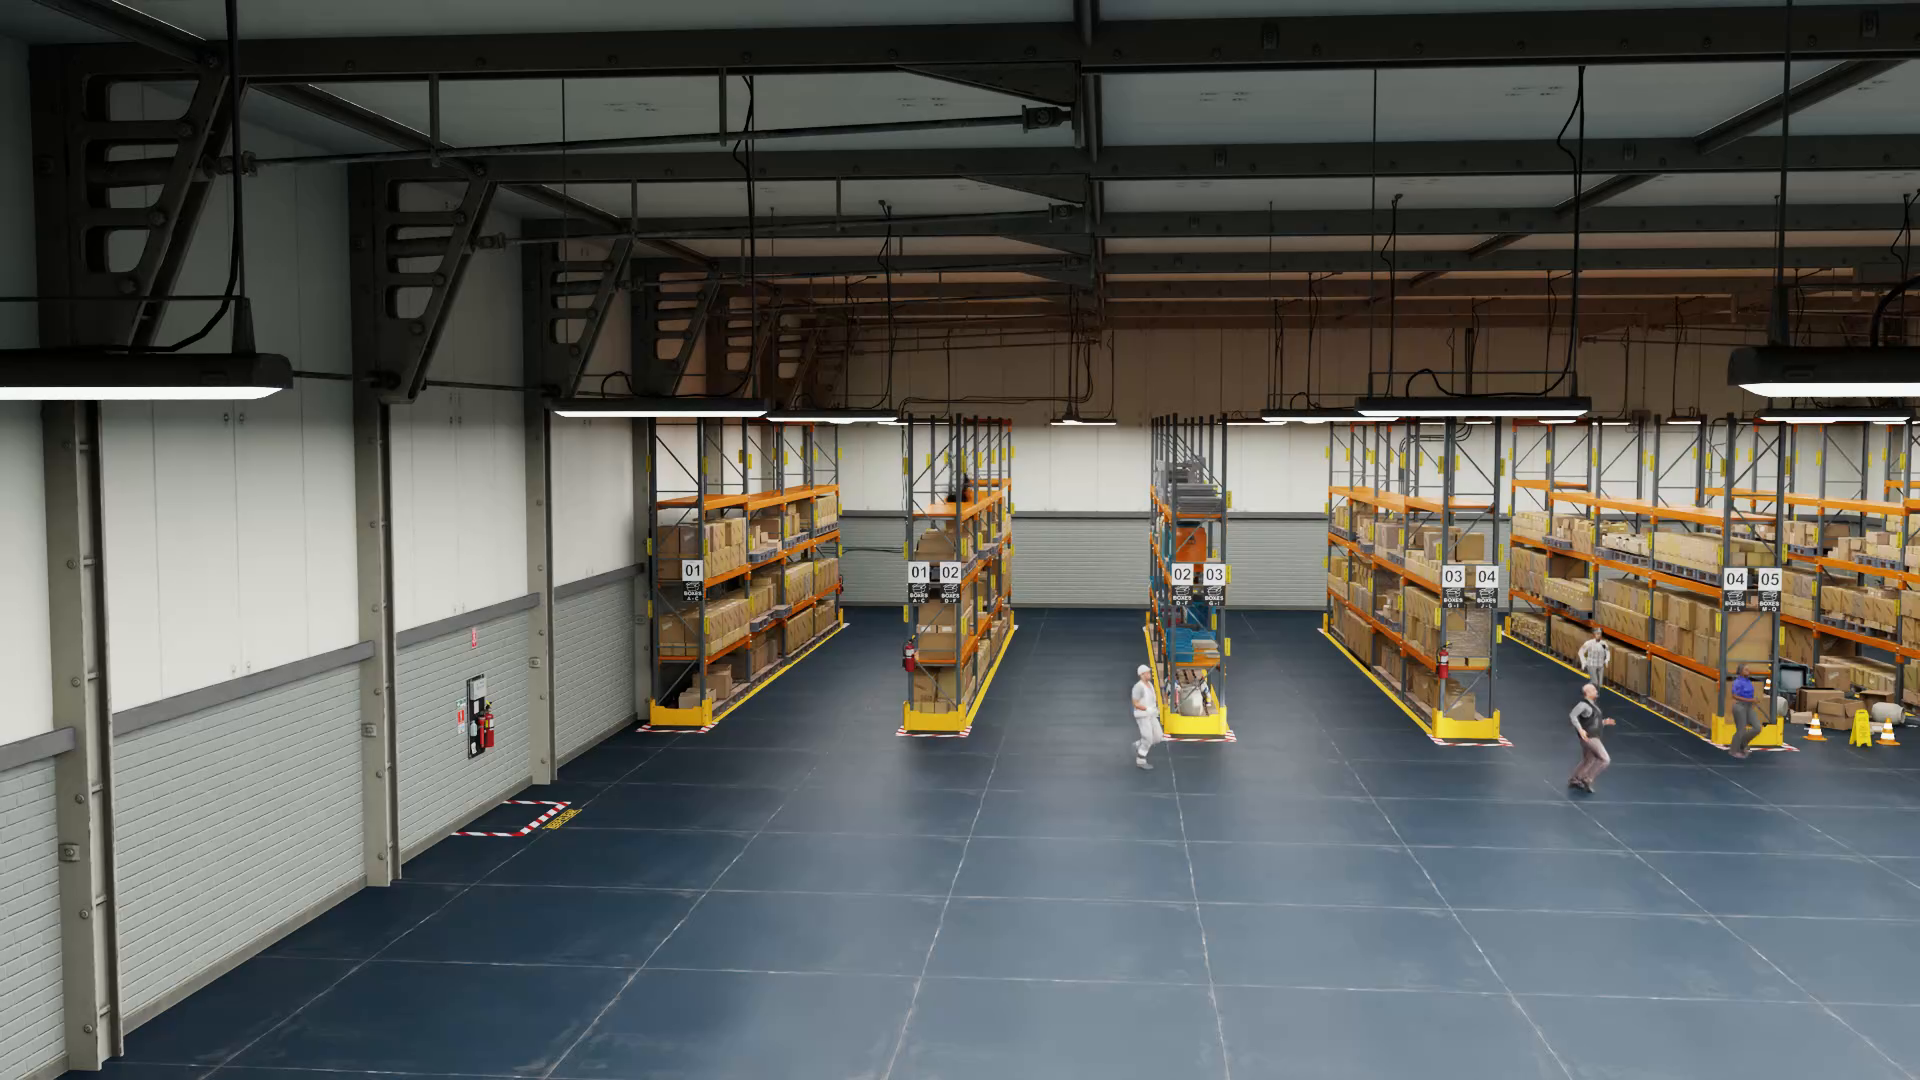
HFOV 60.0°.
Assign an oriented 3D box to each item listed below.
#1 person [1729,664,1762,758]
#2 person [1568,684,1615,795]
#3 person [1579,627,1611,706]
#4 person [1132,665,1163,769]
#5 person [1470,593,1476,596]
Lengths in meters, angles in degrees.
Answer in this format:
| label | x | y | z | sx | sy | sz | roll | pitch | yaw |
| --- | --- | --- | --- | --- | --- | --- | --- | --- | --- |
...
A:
| label | x | y | z | sx | sy | sz | roll | pitch | yaw |
| --- | --- | --- | --- | --- | --- | --- | --- | --- | --- |
| person | 13.661 | 2.974 | 28.859 | 0.624 | 1.647 | 0.576 | -3 | 5 | -34 |
| person | 9.875 | 3.116 | 26.010 | 0.693 | 1.718 | 0.629 | 2 | 4 | 30 |
| person | 13.084 | 2.602 | 34.195 | 0.600 | 1.643 | 0.576 | 0 | 4 | -1 |
| person | 3.134 | 2.972 | 27.977 | 0.593 | 1.742 | 0.655 | 3 | 5 | 34 |
| person | 13.868 | 1.869 | 45.077 | 0.555 | 1.669 | 0.797 | 1 | 4 | 18 |
